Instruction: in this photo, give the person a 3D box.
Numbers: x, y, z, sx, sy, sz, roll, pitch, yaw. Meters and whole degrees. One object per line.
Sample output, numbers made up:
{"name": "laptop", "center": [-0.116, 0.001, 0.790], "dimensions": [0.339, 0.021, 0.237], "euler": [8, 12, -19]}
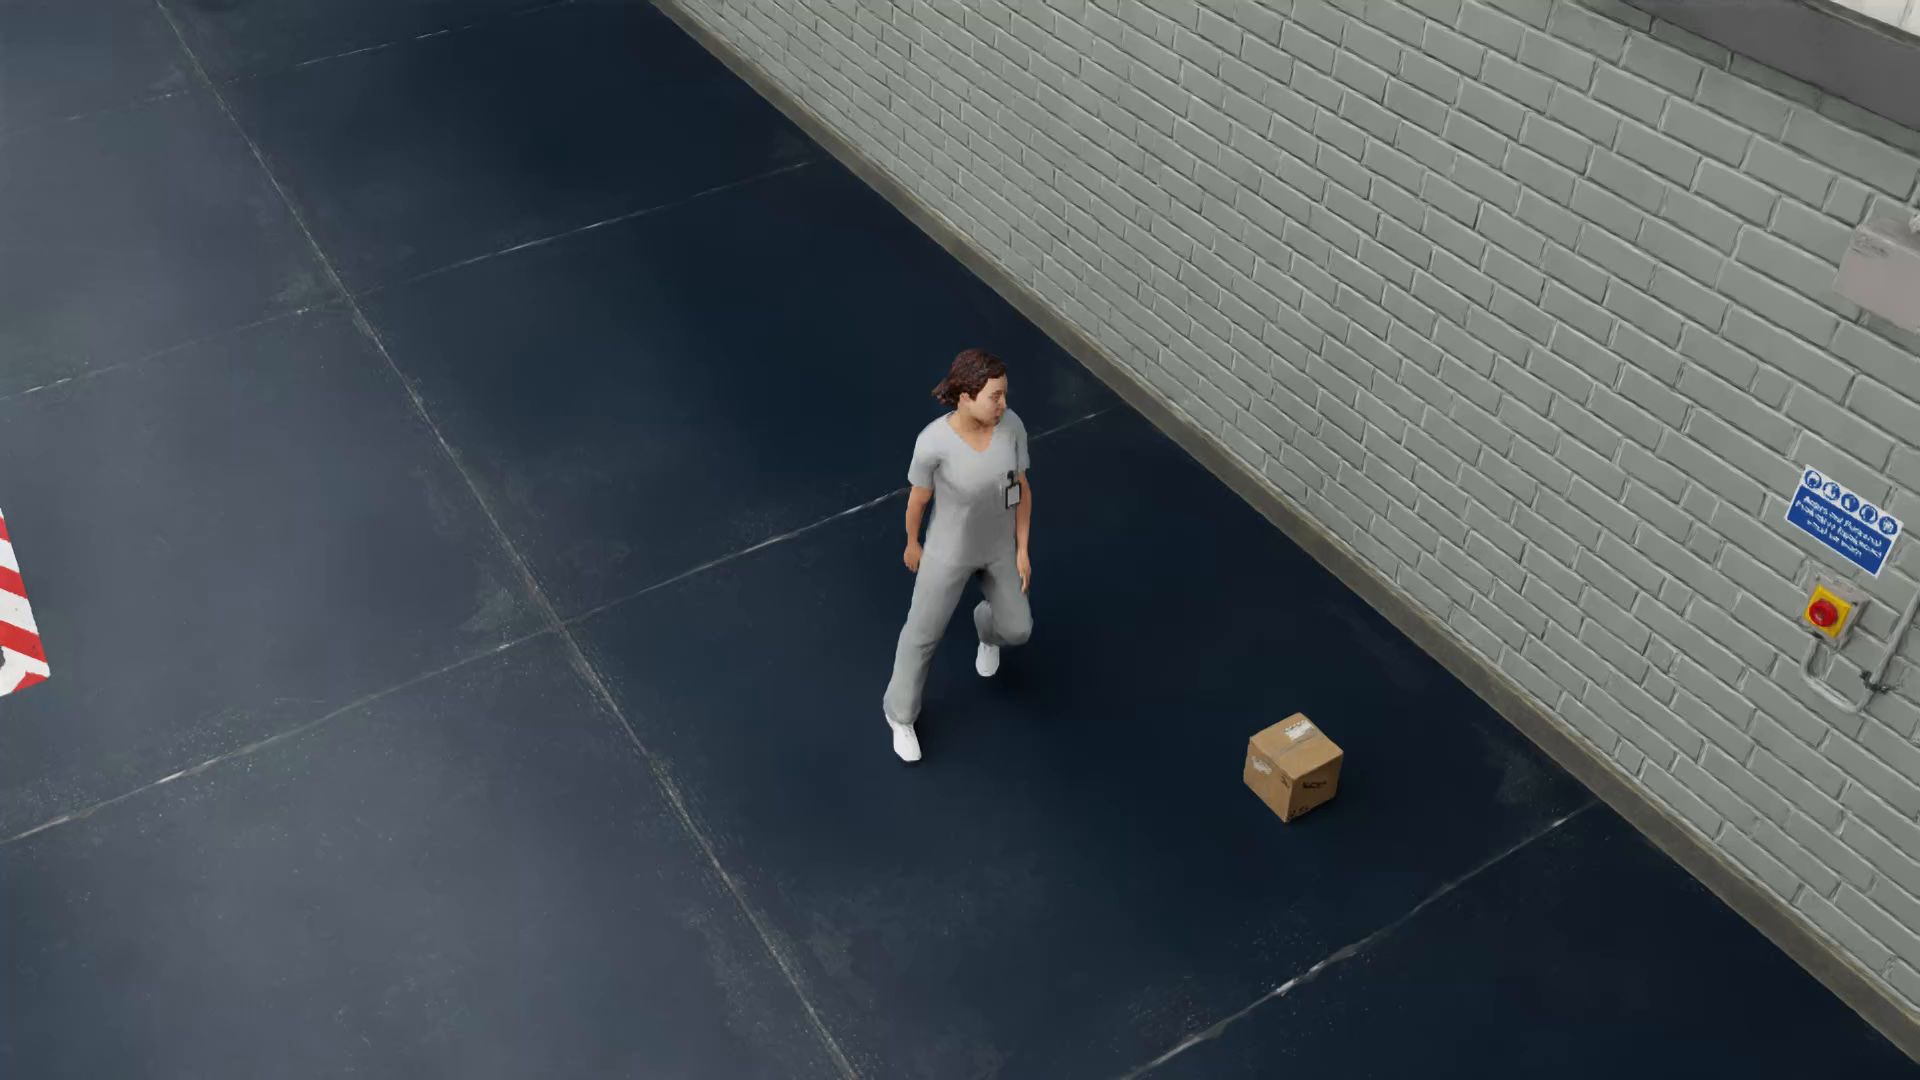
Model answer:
{"name": "person", "center": [-0.025, 0.044, 6.128], "dimensions": [0.631, 1.647, 0.540], "euler": [-18, 44, -20]}
